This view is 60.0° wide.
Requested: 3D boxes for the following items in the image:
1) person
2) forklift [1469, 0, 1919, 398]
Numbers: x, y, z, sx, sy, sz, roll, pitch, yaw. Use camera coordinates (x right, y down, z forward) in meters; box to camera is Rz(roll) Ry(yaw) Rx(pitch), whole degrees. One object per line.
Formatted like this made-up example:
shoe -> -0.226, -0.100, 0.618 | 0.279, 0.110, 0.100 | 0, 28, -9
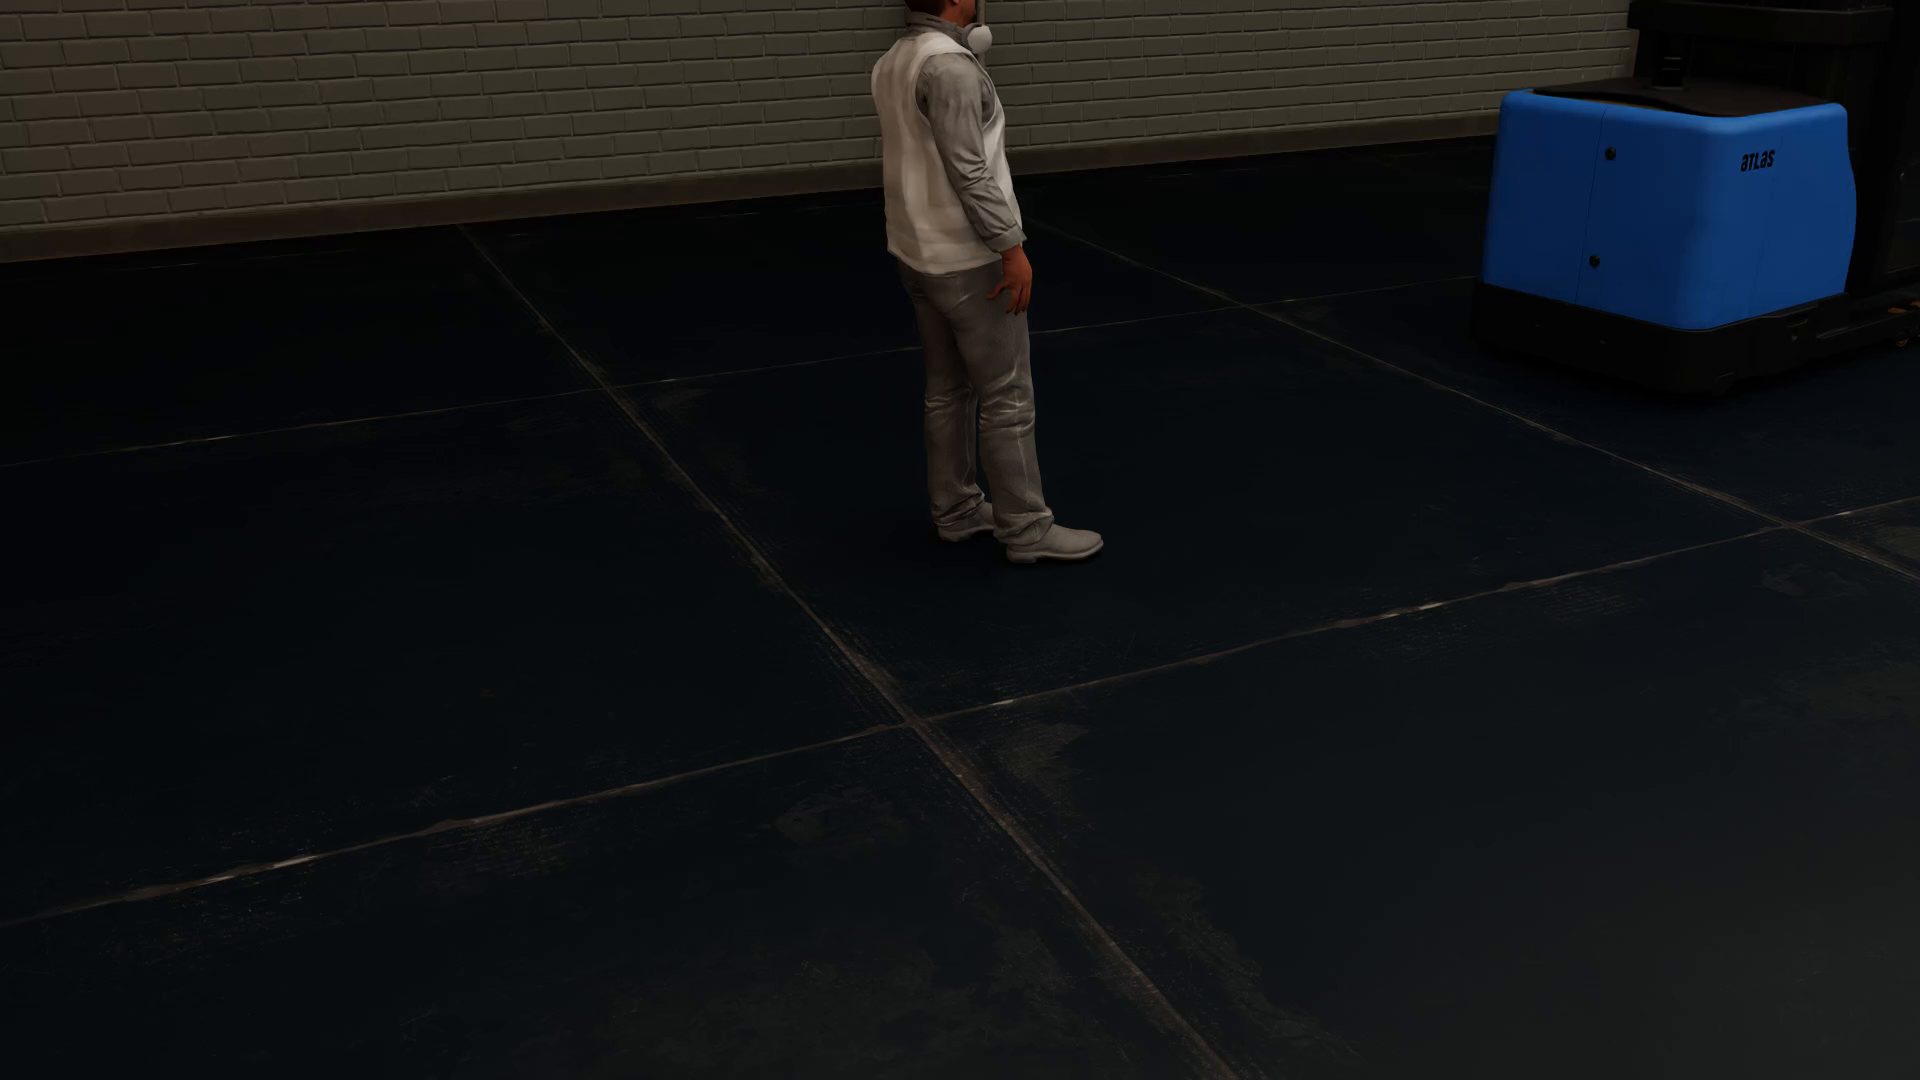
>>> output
person -> 0.059, -0.833, 4.781 | 0.568, 1.773, 0.632 | -10, 25, -23
forklift -> 3.627, -2.324, 6.881 | 3.031, 2.935, 1.130 | -16, 27, -33
